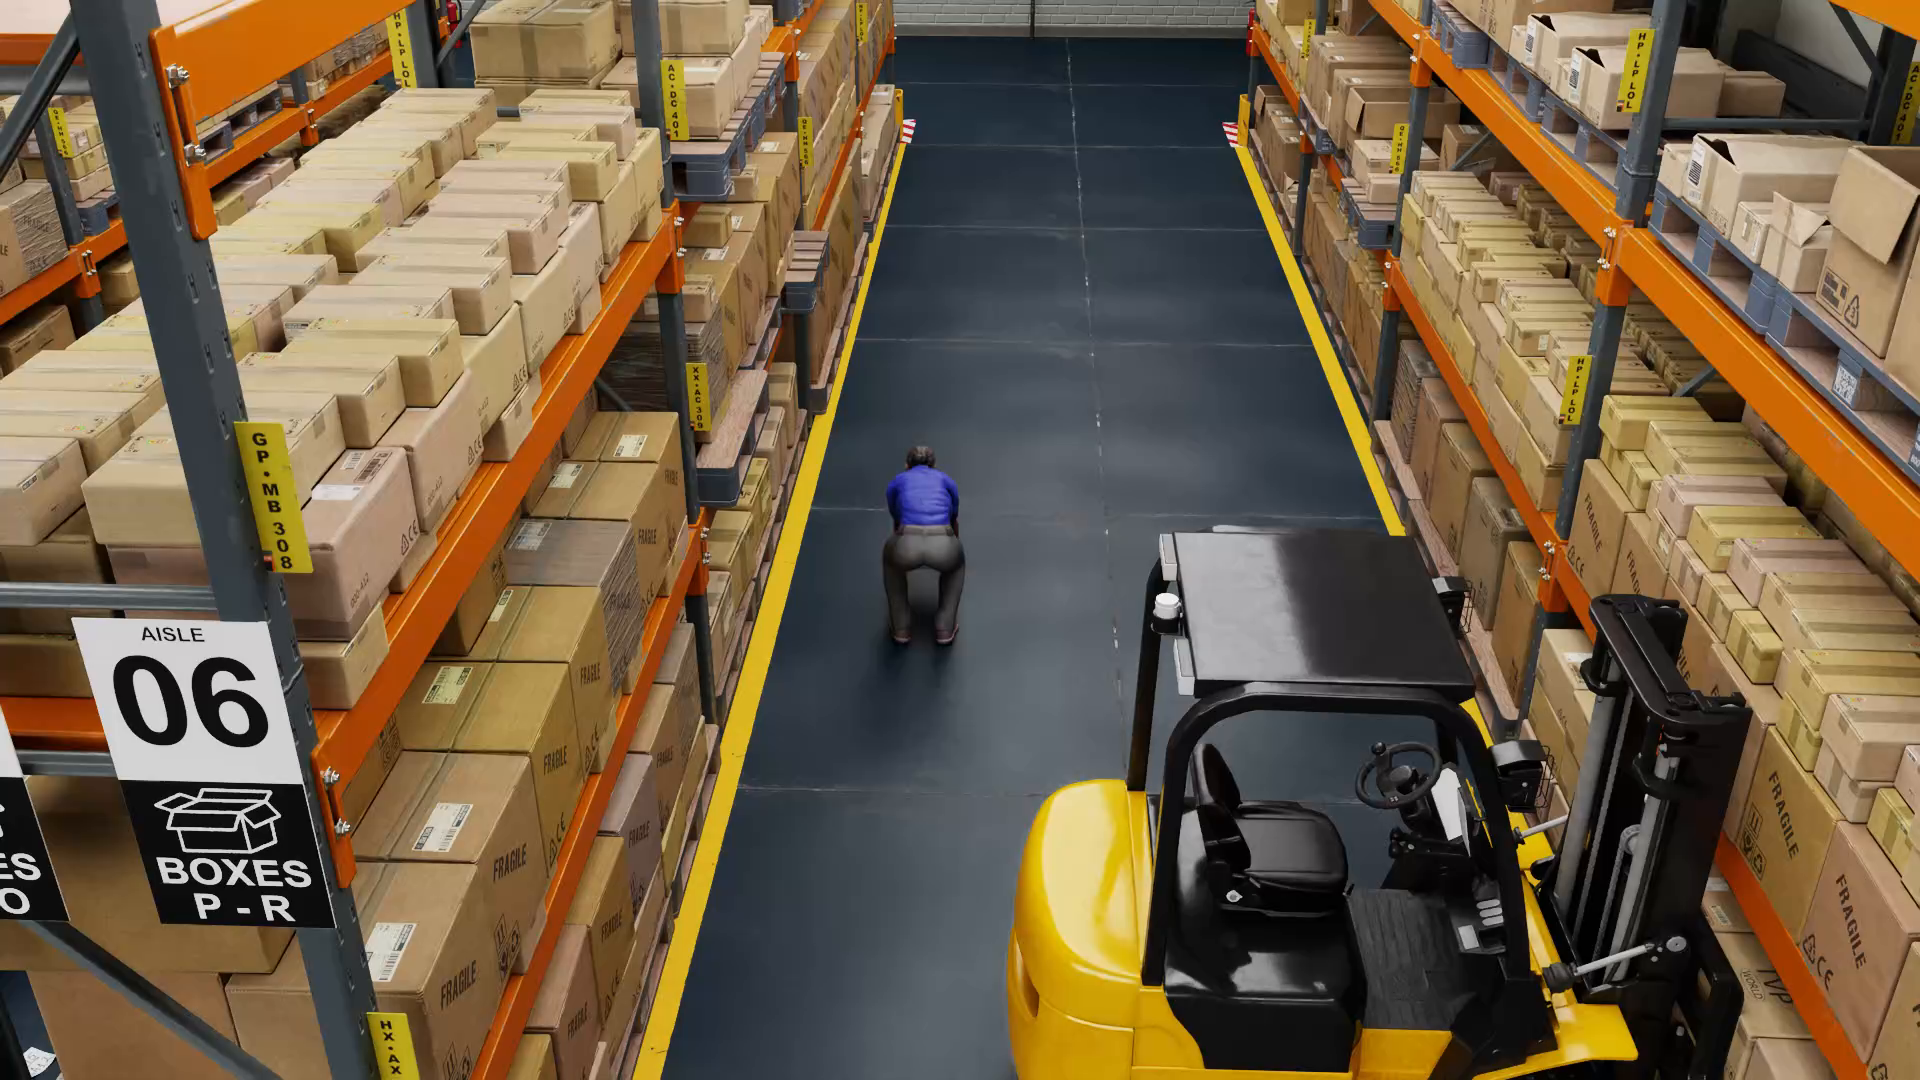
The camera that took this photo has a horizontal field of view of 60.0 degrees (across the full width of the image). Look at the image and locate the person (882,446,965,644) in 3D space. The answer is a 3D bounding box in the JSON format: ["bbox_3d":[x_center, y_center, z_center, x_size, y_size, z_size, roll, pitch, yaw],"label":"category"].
[{"bbox_3d":[-0.205,0.037,9.322,0.472,0.944,0.865,0,28,0],"label":"person"}]
